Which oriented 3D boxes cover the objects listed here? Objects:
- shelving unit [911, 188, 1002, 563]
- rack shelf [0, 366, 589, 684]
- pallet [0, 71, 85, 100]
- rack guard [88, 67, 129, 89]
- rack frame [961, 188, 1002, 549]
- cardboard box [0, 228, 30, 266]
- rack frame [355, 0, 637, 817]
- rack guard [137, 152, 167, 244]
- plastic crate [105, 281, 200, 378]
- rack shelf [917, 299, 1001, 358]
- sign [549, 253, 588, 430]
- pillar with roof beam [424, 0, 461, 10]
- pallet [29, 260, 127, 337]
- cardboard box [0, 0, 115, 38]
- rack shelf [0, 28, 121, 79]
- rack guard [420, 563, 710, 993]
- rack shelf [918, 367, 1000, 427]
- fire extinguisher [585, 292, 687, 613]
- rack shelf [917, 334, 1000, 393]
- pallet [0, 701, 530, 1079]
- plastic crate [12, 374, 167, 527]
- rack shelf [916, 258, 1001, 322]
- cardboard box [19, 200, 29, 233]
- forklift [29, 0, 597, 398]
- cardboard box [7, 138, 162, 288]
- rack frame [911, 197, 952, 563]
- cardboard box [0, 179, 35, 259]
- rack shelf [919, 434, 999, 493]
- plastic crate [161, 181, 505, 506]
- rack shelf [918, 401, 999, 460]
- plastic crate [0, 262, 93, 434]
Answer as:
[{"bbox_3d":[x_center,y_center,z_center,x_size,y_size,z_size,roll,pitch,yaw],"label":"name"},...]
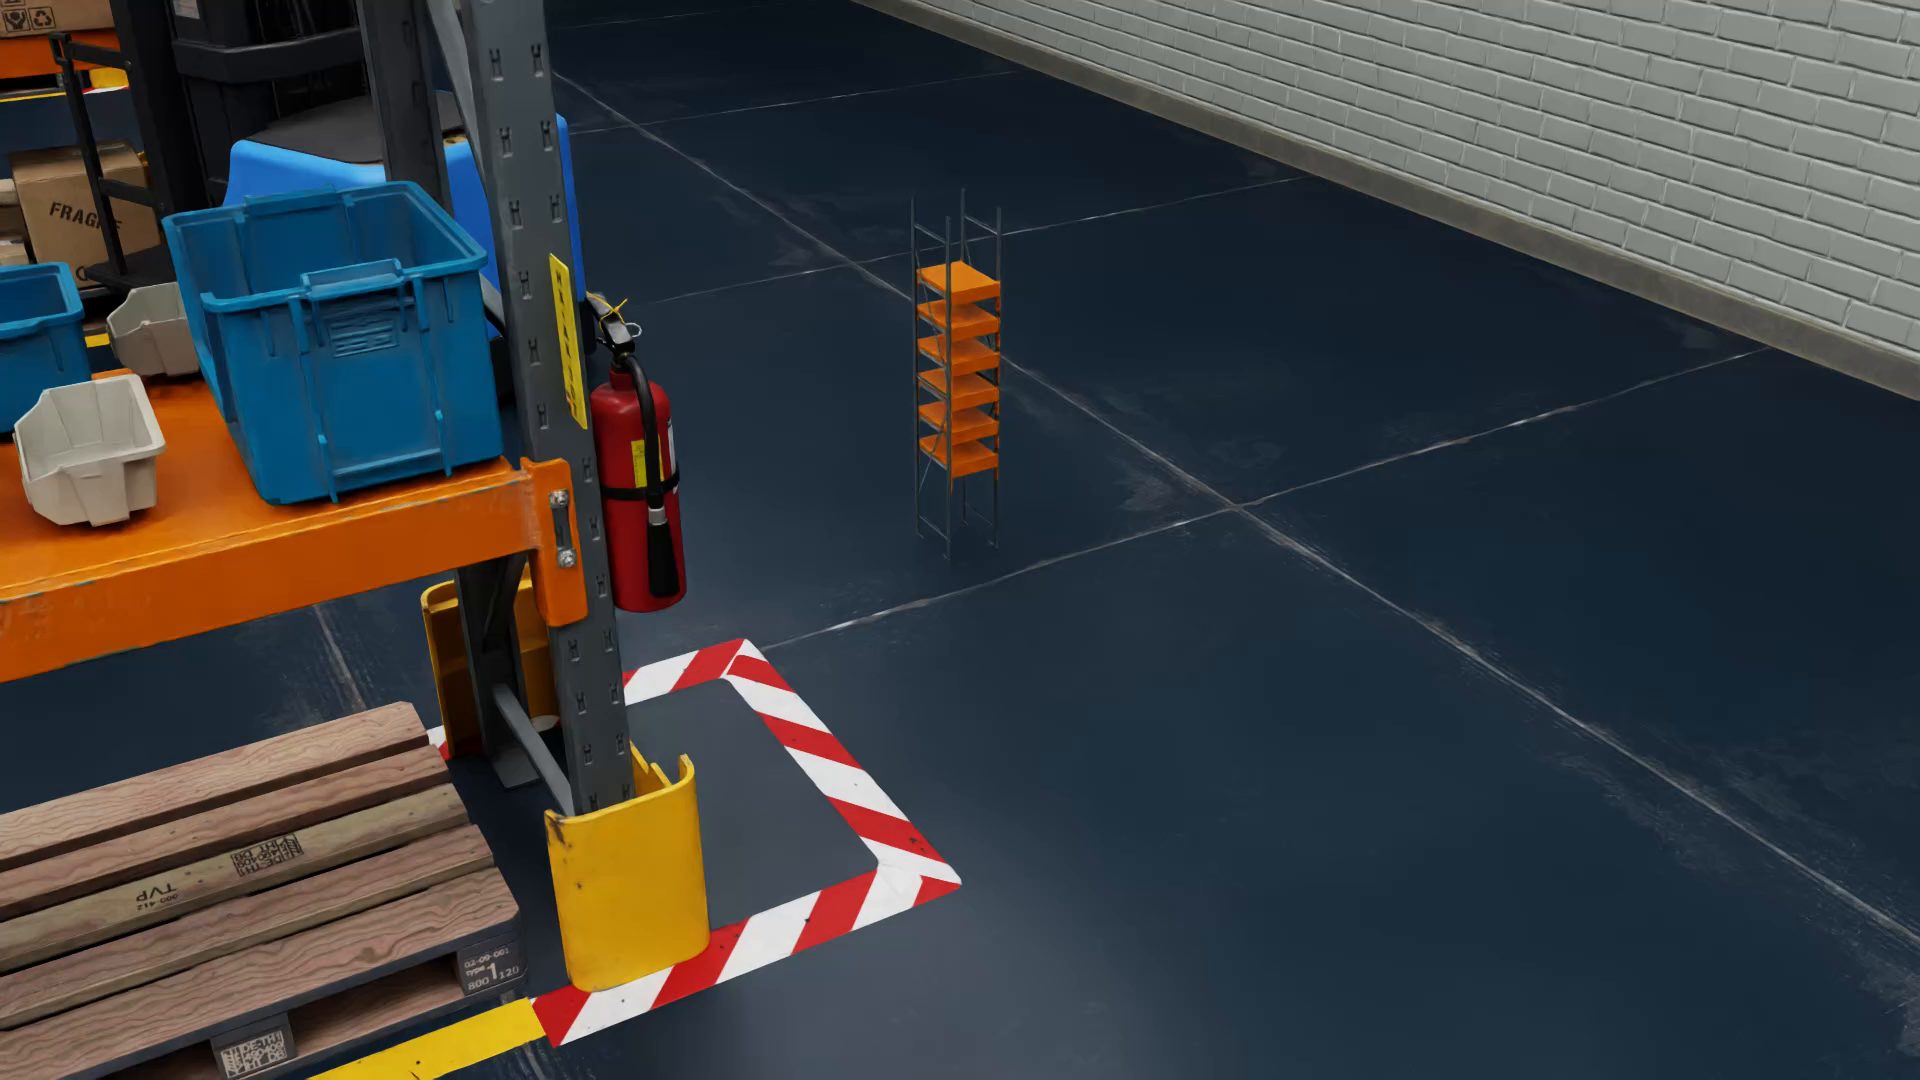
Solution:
[{"bbox_3d":[-0.012,-0.522,5.454,0.189,1.200,0.258,-16,33,-26],"label":"shelving unit"},{"bbox_3d":[-2.760,0.277,2.888,4.000,0.370,1.077,-16,33,-26],"label":"rack shelf"},{"bbox_3d":[-6.704,-3.205,11.340,1.213,0.211,1.003,-16,33,-26],"label":"pallet"},{"bbox_3d":[-6.034,-3.566,11.695,0.348,0.500,1.175,-16,33,-26],"label":"rack guard"},{"bbox_3d":[0.066,-0.544,5.494,0.006,1.200,0.240,-16,33,-26],"label":"rack frame"},{"bbox_3d":[-4.280,-1.247,7.382,0.250,0.166,0.380,-16,33,-26],"label":"cardboard box"},{"bbox_3d":[-1.035,-0.528,3.602,0.127,3.000,1.000,-16,33,-26],"label":"rack frame"},{"bbox_3d":[-3.607,-1.479,7.913,0.348,0.500,1.175,-16,33,-26],"label":"rack guard"},{"bbox_3d":[-1.734,-0.471,3.710,0.298,0.136,0.250,-16,33,-26],"label":"plastic crate"},{"bbox_3d":[-0.012,-0.693,5.359,0.180,0.103,0.258,-16,33,-26],"label":"rack shelf"},{"bbox_3d":[-0.743,-0.374,3.154,0.005,0.325,0.100,-16,33,-26],"label":"sign"},{"bbox_3d":[-1.984,-6.509,8.231,0.400,9.000,9.100,-16,33,-26],"label":"pillar with roof beam"},{"bbox_3d":[-4.294,-1.157,7.628,1.213,0.211,1.003,-16,33,-26],"label":"pallet"},{"bbox_3d":[-3.790,-2.413,6.914,0.500,0.500,0.500,-15,32,-25],"label":"cardboard box"},{"bbox_3d":[-5.266,-1.788,6.629,4.000,0.370,1.077,-16,33,-26],"label":"rack shelf"},{"bbox_3d":[-1.021,0.555,4.226,0.348,0.500,1.175,-16,33,-26],"label":"rack guard"},{"bbox_3d":[-0.012,-0.483,5.475,0.180,0.103,0.258,-16,33,-26],"label":"rack shelf"},{"bbox_3d":[-0.675,-0.178,3.434,0.183,0.674,0.296,-16,33,-26],"label":"fire extinguisher"},{"bbox_3d":[-0.012,-0.588,5.417,0.180,0.103,0.258,-16,33,-26],"label":"rack shelf"},{"bbox_3d":[-1.766,0.879,3.939,1.213,0.211,1.003,-16,33,-26],"label":"pallet"},{"bbox_3d":[-1.647,-0.163,3.153,0.243,0.136,0.396,-16,33,-26],"label":"plastic crate"},{"bbox_3d":[-0.012,-0.798,5.301,0.180,0.103,0.258,-16,33,-26],"label":"rack shelf"},{"bbox_3d":[-4.292,-1.524,7.883,0.250,0.166,0.380,-16,33,-26],"label":"cardboard box"},{"bbox_3d":[-3.064,-2.224,6.747,3.031,2.935,1.130,17,33,28],"label":"forklift"},{"bbox_3d":[-3.886,-1.455,7.413,0.500,0.500,0.500,-16,33,-26],"label":"cardboard box"},{"bbox_3d":[-0.091,-0.499,5.413,0.006,1.200,0.240,-16,33,-26],"label":"rack frame"},{"bbox_3d":[-4.585,-1.443,7.652,0.500,0.250,0.500,-16,33,-26],"label":"cardboard box"},{"bbox_3d":[-0.012,-0.273,5.591,0.180,0.103,0.258,-16,33,-26],"label":"rack shelf"},{"bbox_3d":[-1.229,-0.410,3.289,0.499,0.435,0.616,-16,33,-26],"label":"plastic crate"},{"bbox_3d":[-0.012,-0.378,5.533,0.180,0.103,0.258,-16,33,-26],"label":"rack shelf"},{"bbox_3d":[-1.983,-0.396,3.475,0.300,0.233,0.416,-16,33,-26],"label":"plastic crate"}]
